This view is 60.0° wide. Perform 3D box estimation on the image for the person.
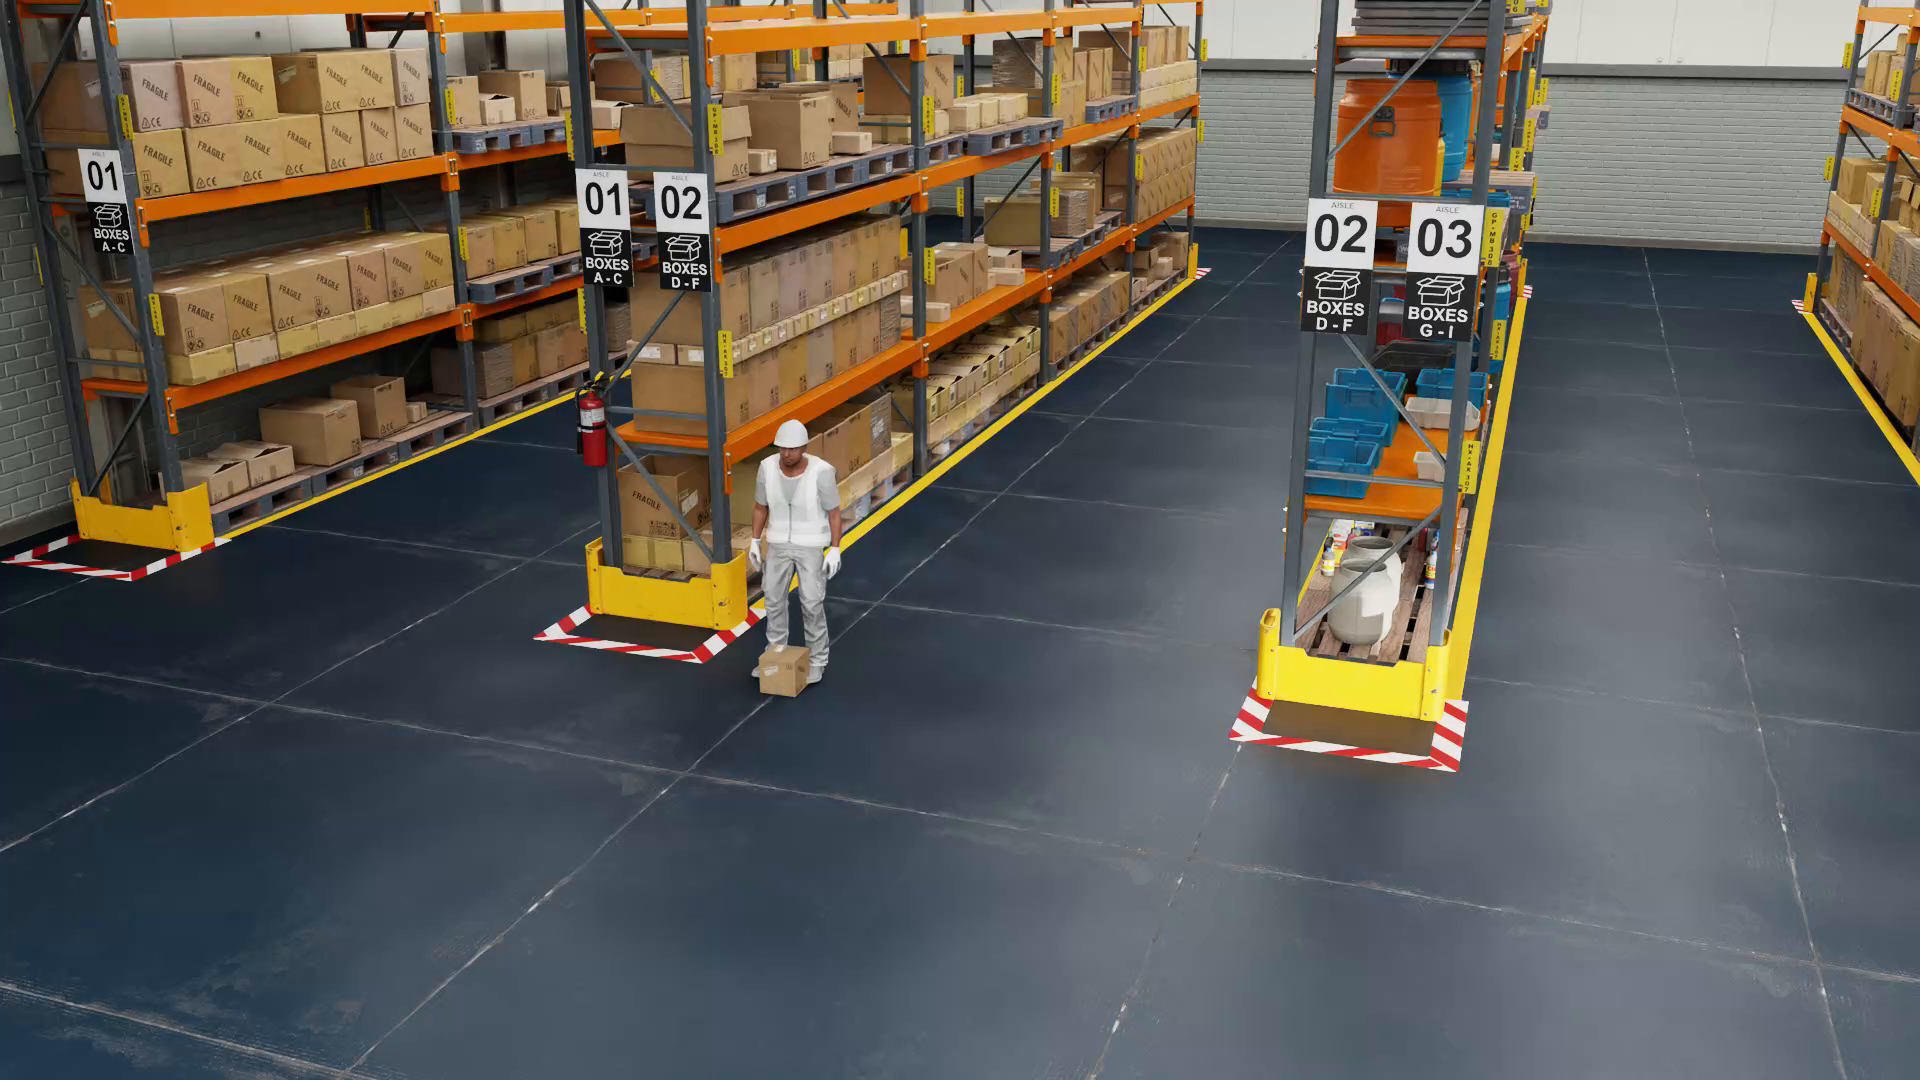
[{"bbox_3d":[-1.075,0.063,10.857,0.625,1.773,0.452,5,19,15],"label":"person"}]
